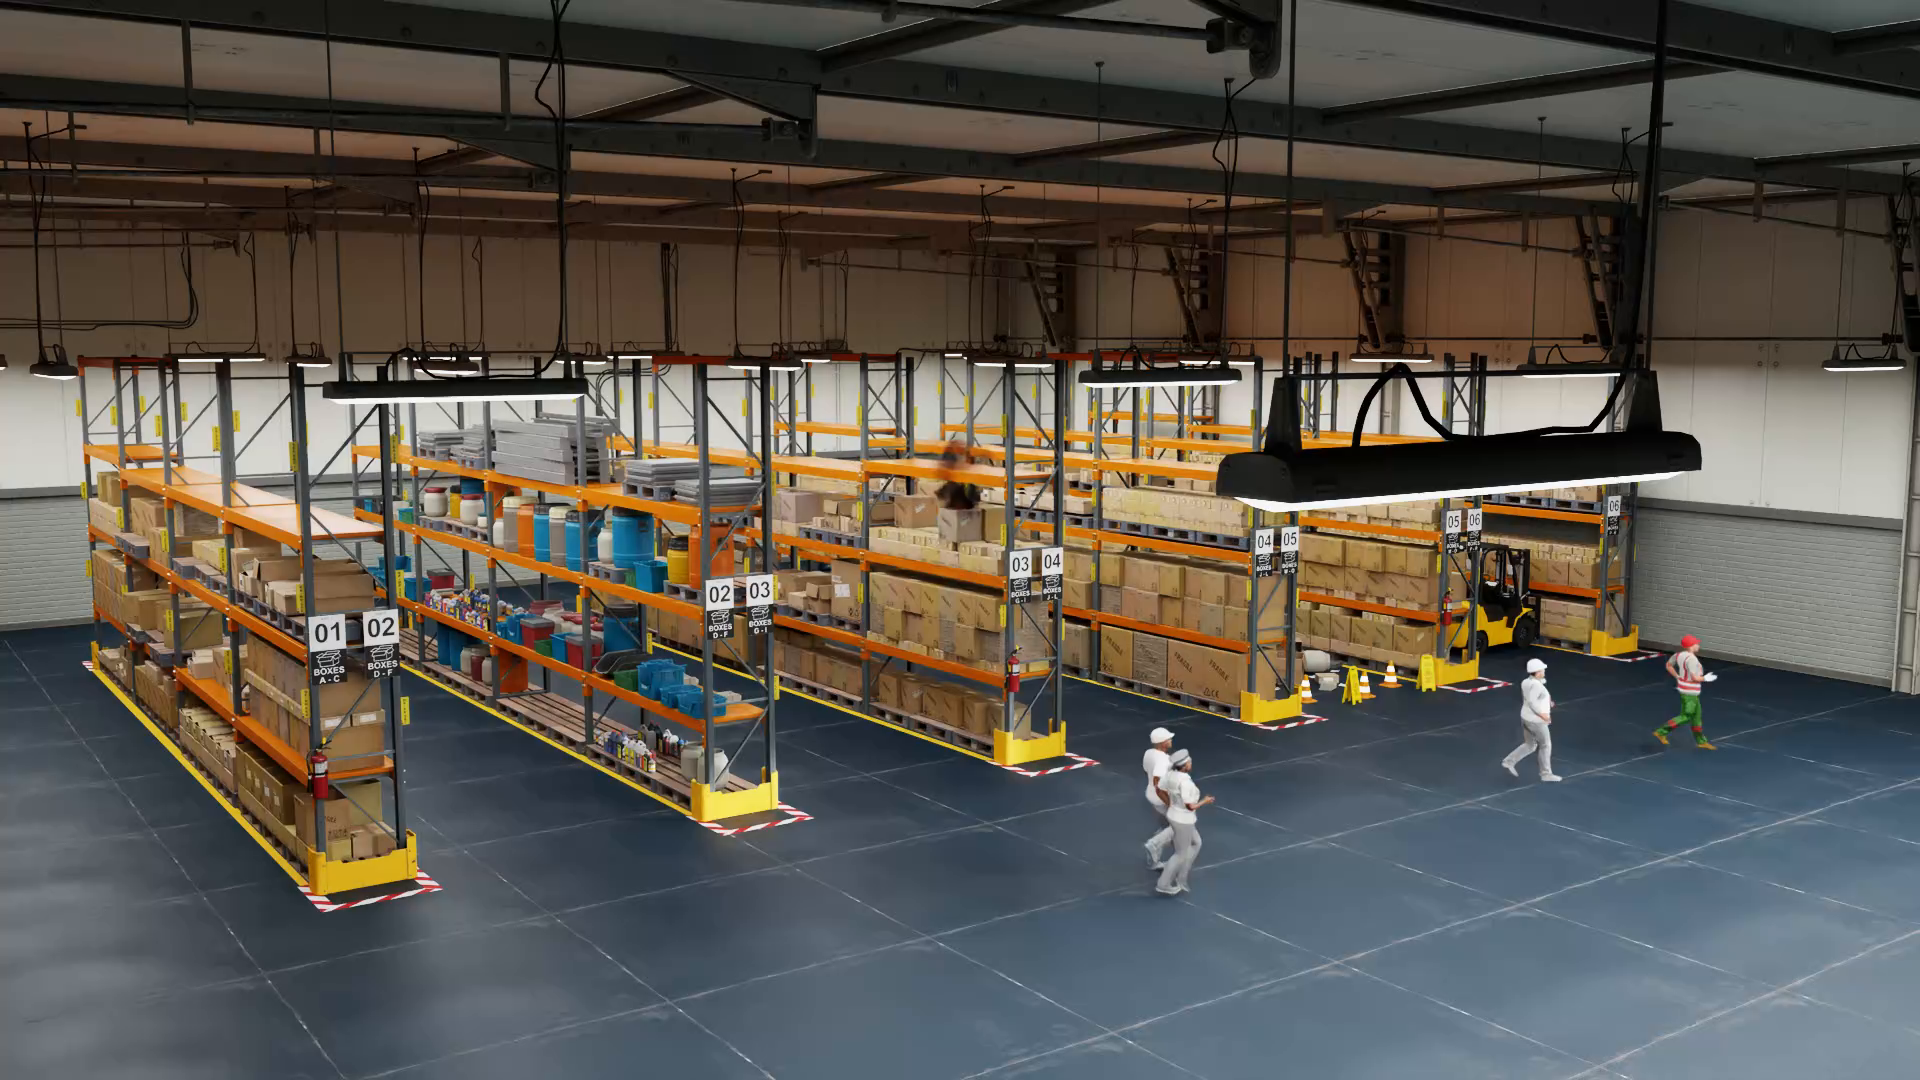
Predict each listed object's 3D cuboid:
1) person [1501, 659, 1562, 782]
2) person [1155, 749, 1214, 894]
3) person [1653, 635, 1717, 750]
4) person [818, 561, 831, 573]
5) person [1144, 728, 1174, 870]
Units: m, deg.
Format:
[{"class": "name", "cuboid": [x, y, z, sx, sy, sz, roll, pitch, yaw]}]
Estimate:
[{"class": "person", "cuboid": [8.194, 2.567, 23.739, 0.844, 1.761, 0.671, 0, 7, -3]}, {"class": "person", "cuboid": [2.549, 3.215, 18.911, 0.667, 1.728, 0.558, -1, 7, -11]}, {"class": "person", "cuboid": [11.152, 2.342, 25.450, 0.964, 1.786, 0.656, 1, 7, 6]}, {"class": "person", "cuboid": [-3.449, 0.415, 42.654, 0.652, 1.555, 0.575, -6, 9, -39]}, {"class": "person", "cuboid": [2.436, 3.081, 19.809, 0.576, 1.720, 0.698, -2, 7, -15]}]
